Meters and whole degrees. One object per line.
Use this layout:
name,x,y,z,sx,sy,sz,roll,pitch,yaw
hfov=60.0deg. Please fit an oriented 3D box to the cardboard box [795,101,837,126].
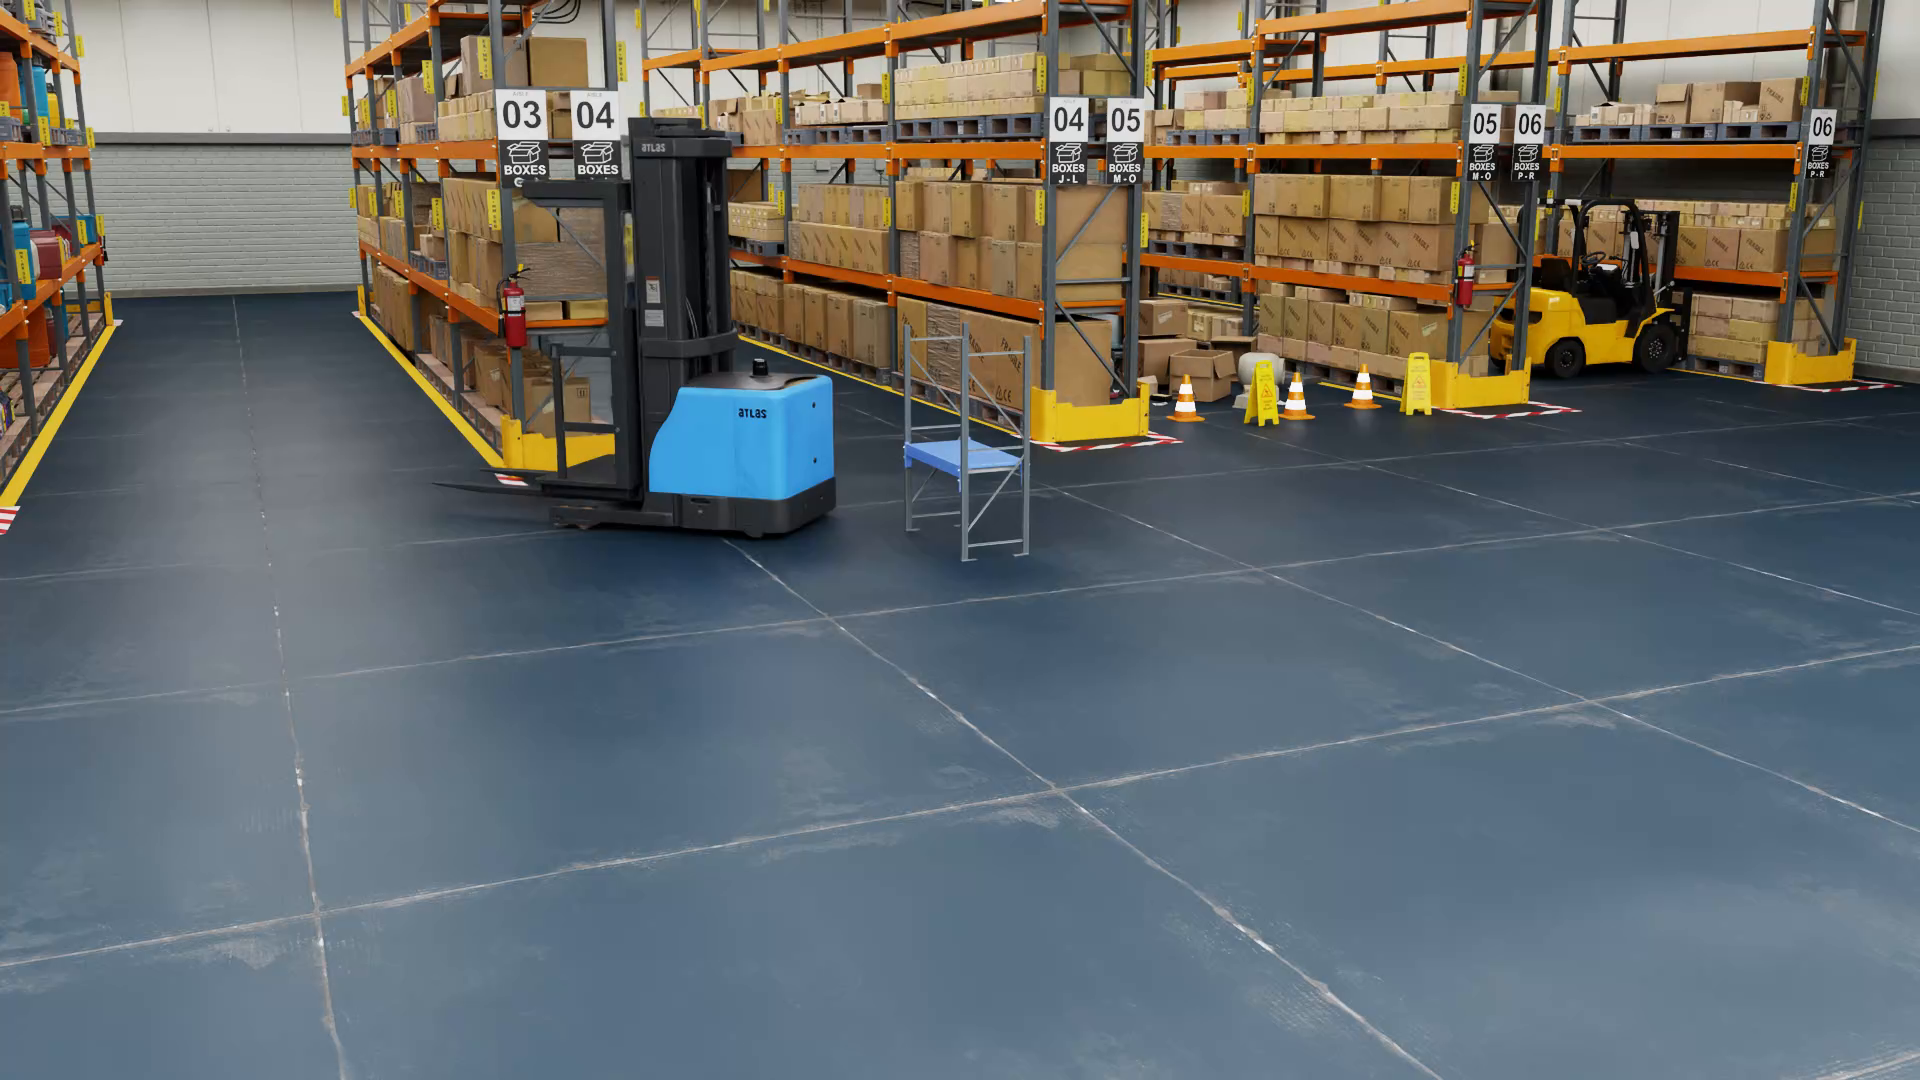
cardboard box,-1.858,-5.635,21.957,0.500,0.311,0.500,-6,14,-23

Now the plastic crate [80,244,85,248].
plastic crate,-13.217,-4.458,24.718,0.416,0.233,0.300,-6,14,-23

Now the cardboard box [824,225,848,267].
cardboard box,-1.409,-3.753,21.210,0.500,0.500,0.500,-6,14,-24

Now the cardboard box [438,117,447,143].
cardboard box,-4.984,-4.152,16.837,0.500,0.250,0.500,-6,14,-25

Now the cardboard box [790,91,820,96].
cardboard box,-2.201,-6.280,23.781,0.396,0.266,0.258,-6,14,-23

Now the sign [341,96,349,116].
sign,-10.248,-7.236,27.715,0.100,0.325,0.005,-6,14,-23

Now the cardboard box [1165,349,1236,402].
cardboard box,2.729,-1.866,18.818,0.637,0.503,0.797,6,14,26

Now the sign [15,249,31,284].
sign,-8.959,-2.615,15.900,0.100,0.325,0.005,-6,14,-23

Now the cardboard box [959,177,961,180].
cardboard box,0.308,-6.142,29.314,0.500,0.500,0.500,-6,14,-24

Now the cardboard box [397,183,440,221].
cardboard box,-7.343,-4.669,22.944,0.797,0.503,0.637,-5,14,-21

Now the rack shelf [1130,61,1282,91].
rack shelf,4.691,-8.861,31.799,1.077,0.370,4.000,-6,14,-23

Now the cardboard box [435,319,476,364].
cardboard box,-6.011,-2.453,20.382,0.700,0.500,0.500,-7,15,-28

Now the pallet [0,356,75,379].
pallet,-11.424,-2.059,20.299,1.003,0.211,1.213,-6,14,-23

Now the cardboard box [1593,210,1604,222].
cardboard box,8.819,-4.394,22.544,0.380,0.149,0.250,-6,14,-23

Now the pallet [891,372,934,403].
pallet,-0.112,-1.784,19.110,1.003,0.211,1.213,-6,14,-23

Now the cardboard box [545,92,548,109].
cardboard box,-3.721,-3.729,14.127,0.380,0.149,0.250,-6,14,-25

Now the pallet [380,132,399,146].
pallet,-7.289,-5.434,22.465,1.003,0.211,1.213,-5,14,-20

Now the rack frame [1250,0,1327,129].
rack frame,4.150,-6.697,20.851,1.000,3.000,0.127,-6,14,-23

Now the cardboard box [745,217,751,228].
cardboard box,-2.878,-4.582,23.981,0.380,0.149,0.250,-6,14,-23

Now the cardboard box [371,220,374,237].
cardboard box,-8.761,-4.779,25.537,0.500,0.250,0.500,-5,14,-21

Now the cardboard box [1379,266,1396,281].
cardboard box,4.990,-3.032,18.873,0.380,0.149,0.250,-5,14,-22

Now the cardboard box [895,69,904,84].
cardboard box,-0.510,-5.182,18.589,0.380,0.149,0.250,-5,14,-22

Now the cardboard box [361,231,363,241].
cardboard box,-9.690,-5.028,27.497,0.380,0.149,0.250,-6,14,-24

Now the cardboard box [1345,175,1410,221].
cardboard box,4.854,-3.916,19.039,0.700,0.500,0.500,-6,14,-24

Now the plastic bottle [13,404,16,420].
plastic bottle,-9.037,-1.237,15.790,0.097,0.201,0.097,0,13,0

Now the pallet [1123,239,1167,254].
pallet,2.931,-4.370,24.525,1.213,0.211,1.003,-6,14,-23

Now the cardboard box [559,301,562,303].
cardboard box,-3.392,-2.118,14.924,0.380,0.149,0.250,-6,14,-23

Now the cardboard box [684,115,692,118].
cardboard box,-4.165,-6.772,27.051,0.500,0.250,0.500,-6,14,-25

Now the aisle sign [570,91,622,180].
aisle sign,-3.028,-3.334,13.858,0.394,0.787,0.004,-6,14,-23

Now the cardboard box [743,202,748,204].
cardboard box,-3.210,-5.266,26.278,0.380,0.149,0.250,-5,14,-20

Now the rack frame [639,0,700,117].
rack frame,-5.152,-8.709,29.541,1.000,3.000,0.127,-6,14,-23

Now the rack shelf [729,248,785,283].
rack shelf,-2.748,-4.196,24.942,1.077,0.370,4.000,-6,14,-23

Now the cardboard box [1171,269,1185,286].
cardboard box,4.475,-5.257,32.542,0.500,0.500,0.500,-5,14,-22

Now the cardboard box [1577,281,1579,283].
cardboard box,8.603,-3.448,23.063,0.500,0.250,0.500,-6,14,-24

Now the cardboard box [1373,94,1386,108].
cardboard box,4.933,-4.992,18.921,0.380,0.149,0.250,-6,14,-25

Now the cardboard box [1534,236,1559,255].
cardboard box,8.255,-4.231,23.832,0.500,0.250,0.500,-5,14,-22

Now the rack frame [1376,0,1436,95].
rack frame,7.095,-7.973,26.362,1.000,3.000,0.127,-6,14,-23

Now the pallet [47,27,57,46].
pallet,-12.313,-6.553,21.531,1.003,0.211,1.213,-6,14,-23

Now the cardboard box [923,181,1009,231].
cardboard box,0.099,-3.723,18.578,0.875,0.550,0.550,-6,14,-23

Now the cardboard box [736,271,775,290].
cardboard box,-3.079,-3.920,25.102,0.500,0.250,0.500,-5,14,-21

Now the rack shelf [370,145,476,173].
rack shelf,-7.333,-5.230,22.758,1.077,0.370,4.000,-6,14,-23

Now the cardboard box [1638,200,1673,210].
cardboard box,9.142,-4.382,21.830,0.380,0.149,0.250,-6,14,-23

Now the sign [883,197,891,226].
sign,-0.838,-3.781,19.163,0.100,0.325,0.005,-6,14,-23

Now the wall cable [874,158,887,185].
wall cable,-1.642,-8.042,37.713,0.588,1.984,0.122,-6,14,-23

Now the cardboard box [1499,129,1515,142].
cardboard box,5.917,-4.385,18.069,0.380,0.149,0.250,-6,14,-23

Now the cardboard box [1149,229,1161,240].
cardboard box,2.917,-4.376,23.750,0.380,0.149,0.250,-5,14,-20

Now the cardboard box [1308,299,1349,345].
cardboard box,4.571,-2.642,20.136,0.500,0.500,0.500,-5,14,-20

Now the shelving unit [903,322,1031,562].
shelving unit,0.034,-0.713,11.625,0.538,1.500,1.048,-6,14,-23

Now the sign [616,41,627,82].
sign,-2.830,-3.989,13.864,0.100,0.325,0.005,-6,14,-23

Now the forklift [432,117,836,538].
forklift,-2.514,-1.615,12.346,3.031,2.935,1.130,4,14,17

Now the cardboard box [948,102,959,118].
cardboard box,0.099,-4.479,17.321,0.380,0.149,0.250,-5,14,-22

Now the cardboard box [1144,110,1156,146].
cardboard box,2.919,-5.915,23.898,0.700,0.500,0.500,-6,14,-23
